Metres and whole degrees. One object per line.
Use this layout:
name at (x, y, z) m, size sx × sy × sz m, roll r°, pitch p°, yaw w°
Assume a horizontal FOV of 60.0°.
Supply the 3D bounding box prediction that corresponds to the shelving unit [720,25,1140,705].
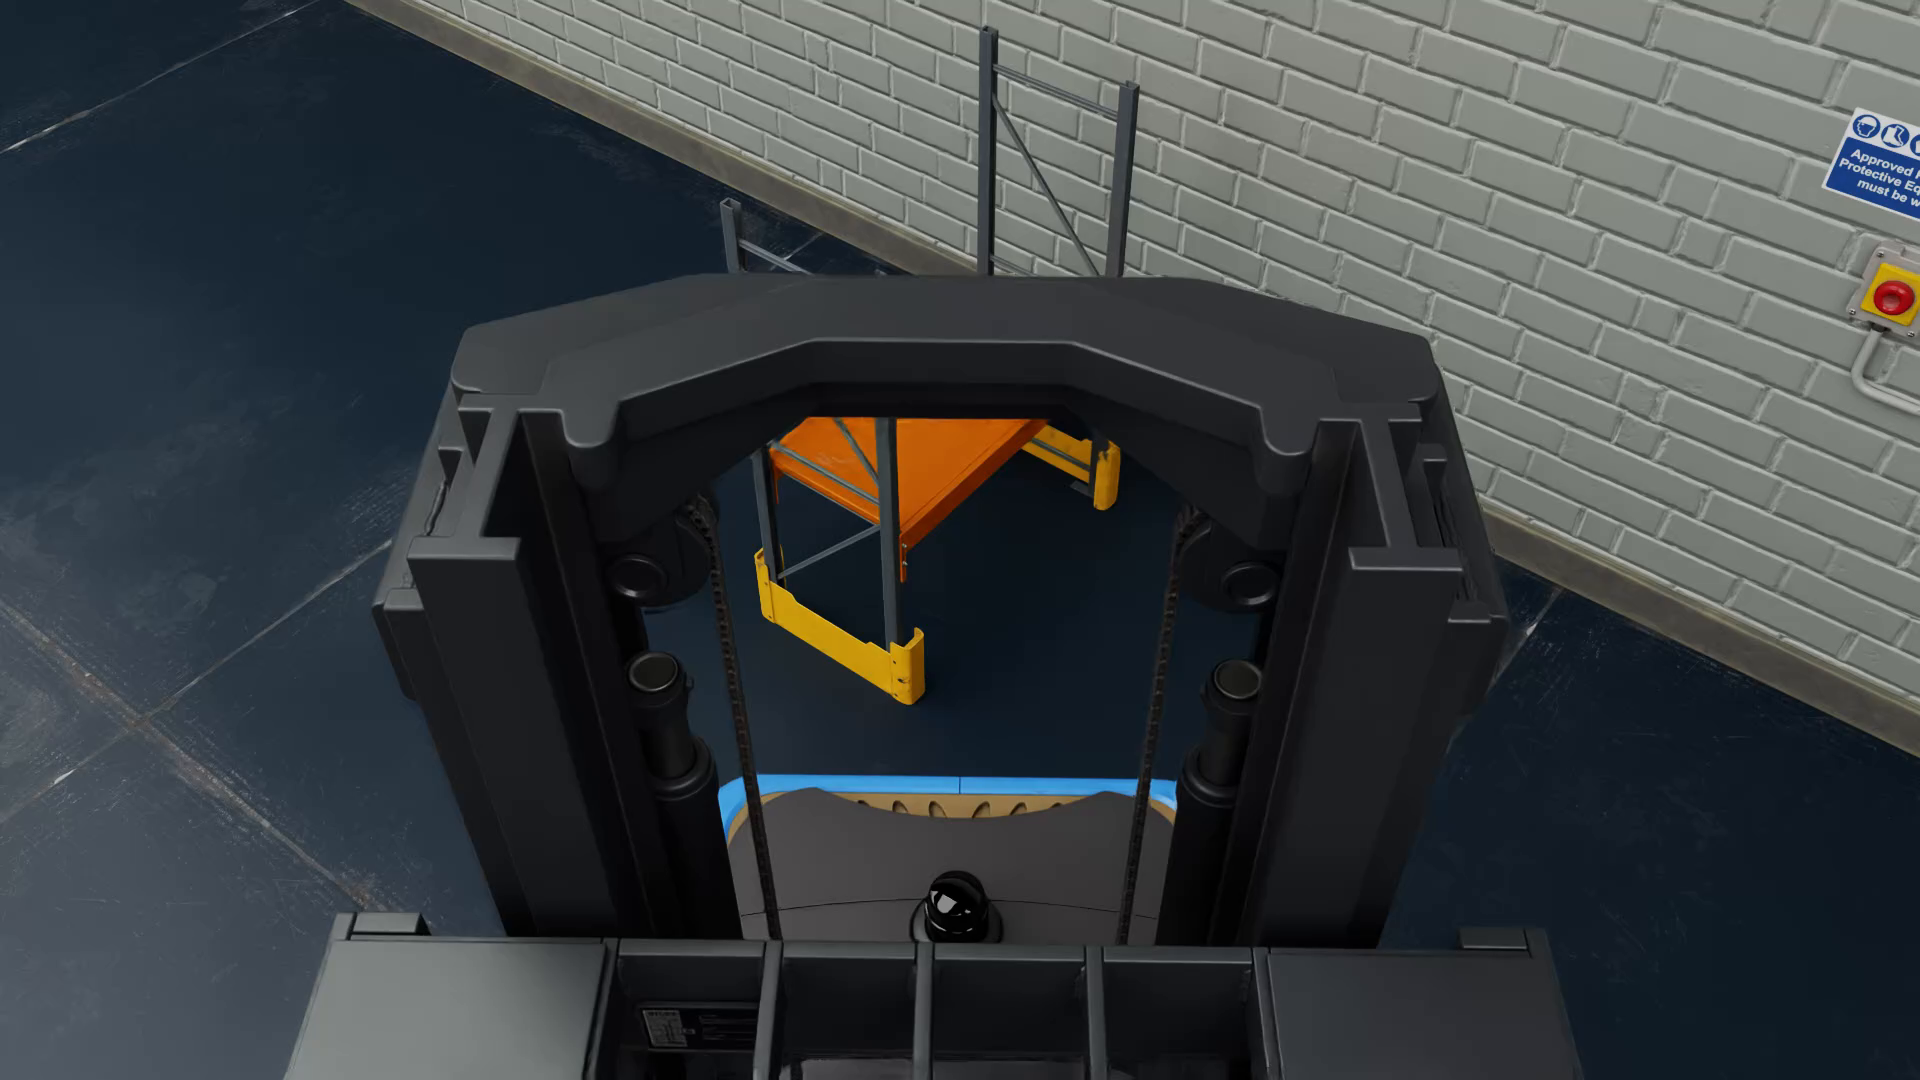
shelving unit at (-0.047, -0.474, 4.666) m, size 0.587 × 1.500 × 1.083 m, roll 29°, pitch 53°, yaw 25°

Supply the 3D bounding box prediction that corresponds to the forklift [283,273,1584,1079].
forklift at (-0.024, 1.269, 2.011) m, size 1.130 × 2.935 × 3.031 m, roll 1°, pitch 46°, yaw 1°

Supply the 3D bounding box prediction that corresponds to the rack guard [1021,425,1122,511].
rack guard at (0.258, -0.328, 5.390) m, size 0.587 × 0.250 × 0.087 m, roll 29°, pitch 53°, yaw 25°

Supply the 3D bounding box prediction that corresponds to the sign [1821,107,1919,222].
sign at (2.167, -0.837, 3.788) m, size 0.327 × 0.218 × 0.001 m, roll 29°, pitch 53°, yaw 25°

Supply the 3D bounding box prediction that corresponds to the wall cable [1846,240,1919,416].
wall cable at (2.168, -1.049, 3.454) m, size 0.585 × 1.953 × 0.123 m, roll 29°, pitch 53°, yaw 25°

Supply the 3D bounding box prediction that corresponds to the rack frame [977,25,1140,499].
rack frame at (0.259, -0.760, 4.939) m, size 0.500 × 1.500 × 0.032 m, roll 29°, pitch 53°, yaw 25°

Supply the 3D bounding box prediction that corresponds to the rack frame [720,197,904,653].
rack frame at (-0.363, -0.178, 4.383) m, size 0.500 × 1.500 × 0.032 m, roll 29°, pitch 53°, yaw 25°

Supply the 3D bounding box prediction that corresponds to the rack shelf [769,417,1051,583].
rack shelf at (-0.052, -0.345, 4.791) m, size 0.538 × 0.185 × 1.000 m, roll 29°, pitch 53°, yaw 25°

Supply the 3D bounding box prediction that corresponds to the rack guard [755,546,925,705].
rack guard at (-0.351, 0.242, 4.846) m, size 0.587 × 0.250 × 0.087 m, roll 29°, pitch 53°, yaw 25°
